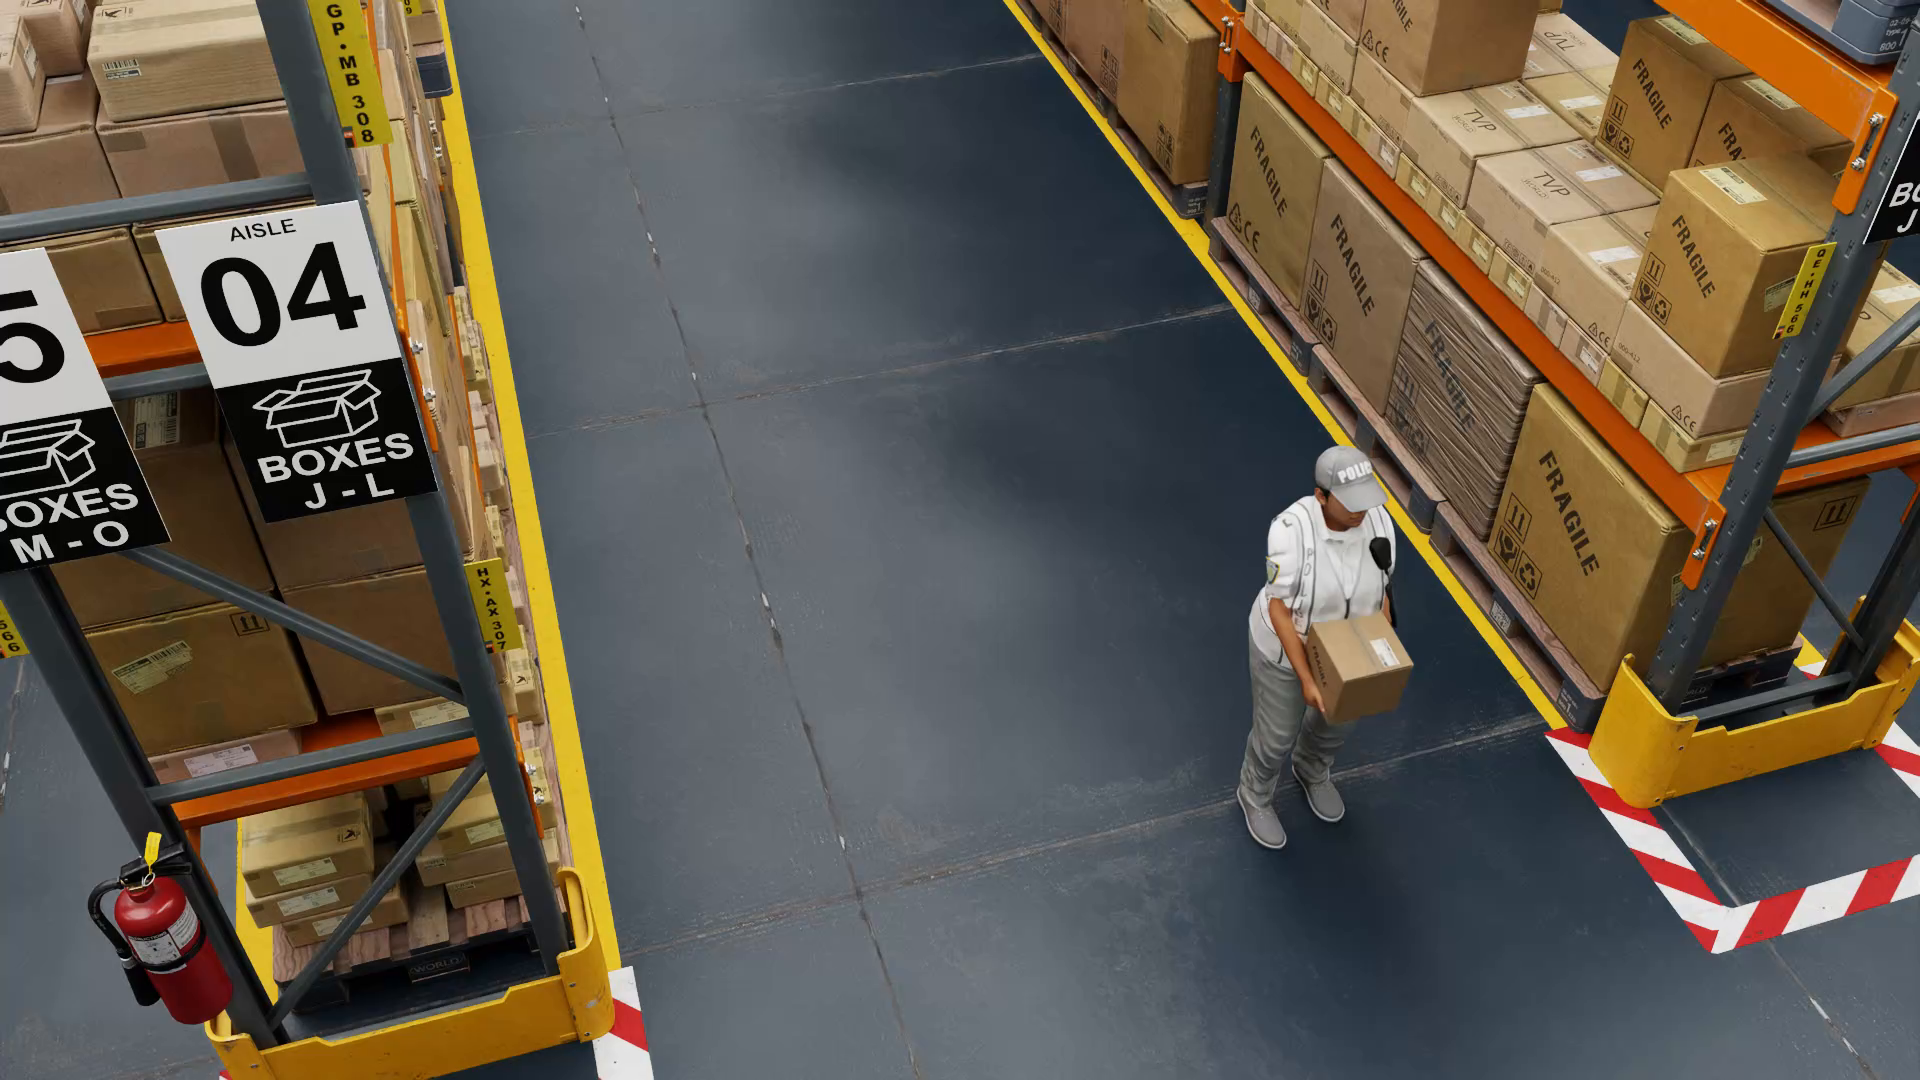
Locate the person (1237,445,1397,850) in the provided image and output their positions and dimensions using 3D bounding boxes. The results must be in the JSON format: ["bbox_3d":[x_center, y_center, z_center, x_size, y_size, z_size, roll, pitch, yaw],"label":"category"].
[{"bbox_3d":[1.249,0.408,5.721,0.453,1.660,0.543,-12,44,-12],"label":"person"}]
